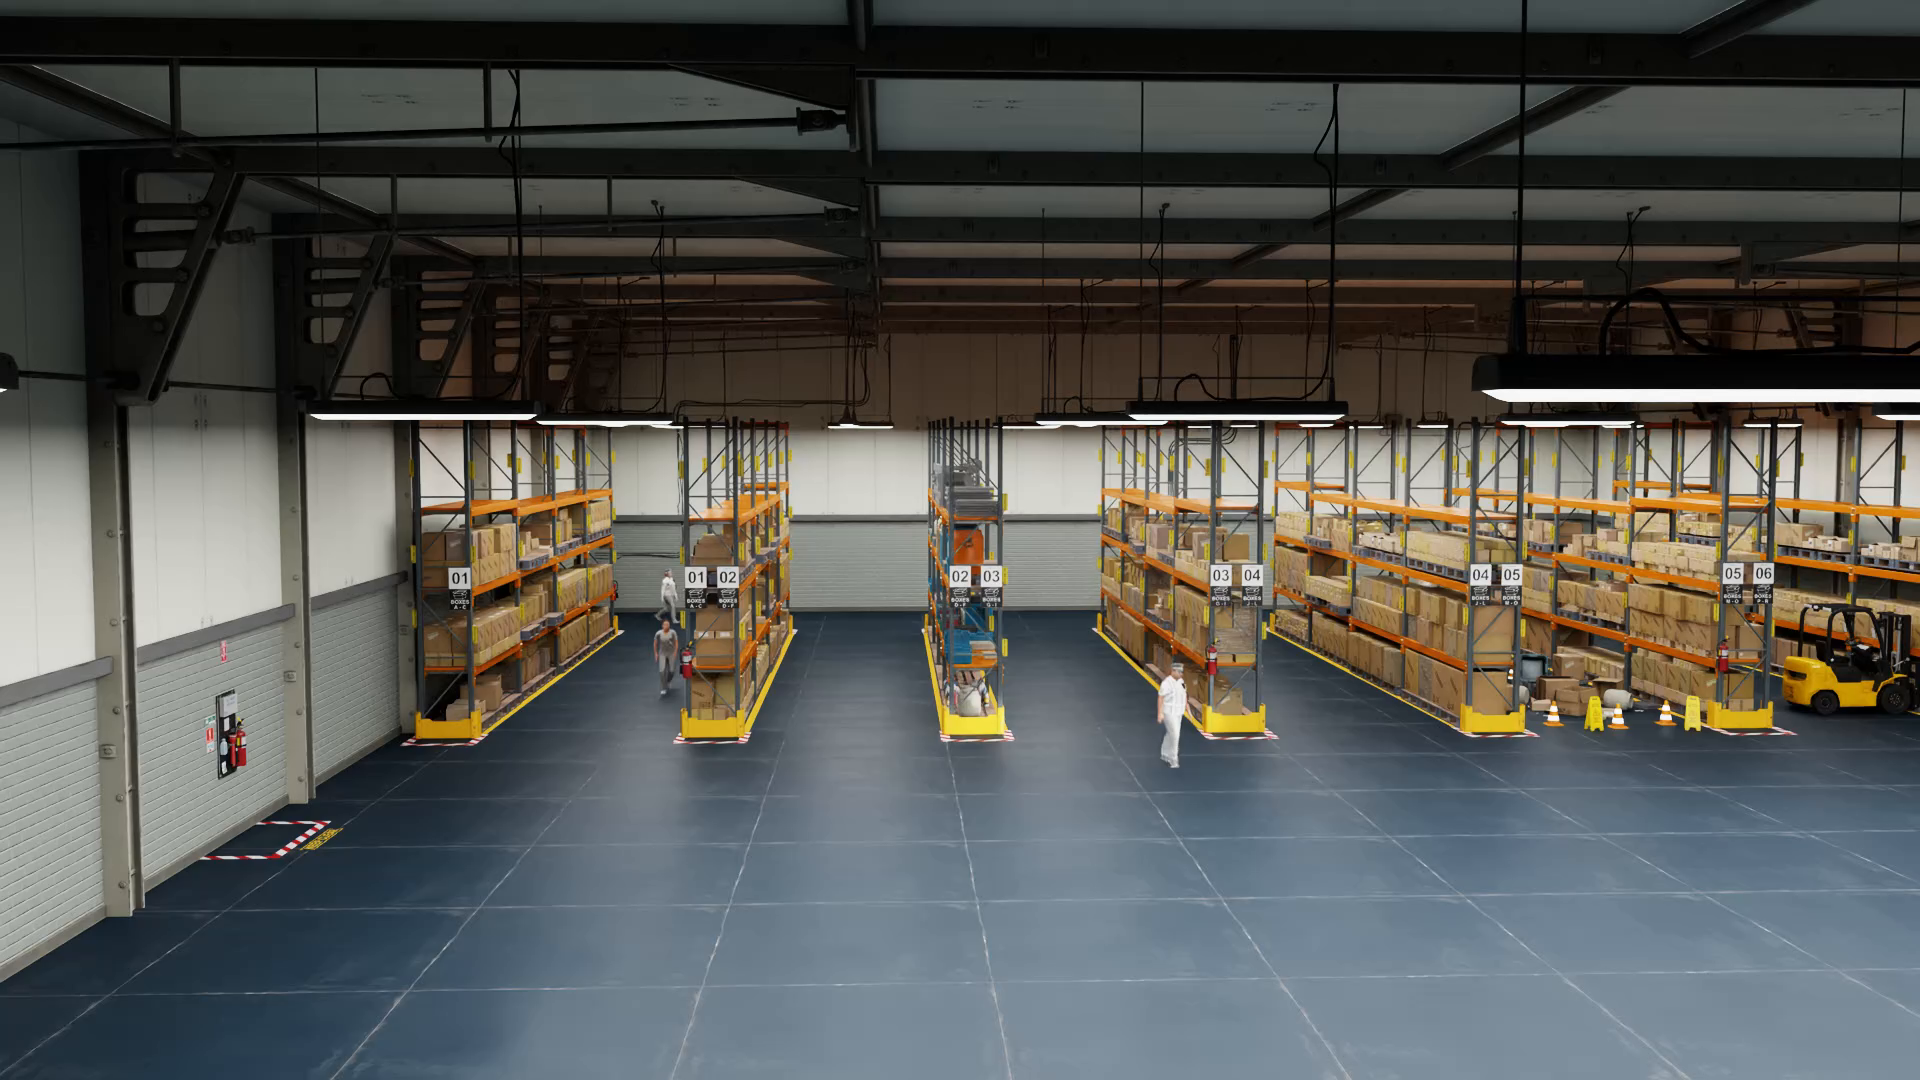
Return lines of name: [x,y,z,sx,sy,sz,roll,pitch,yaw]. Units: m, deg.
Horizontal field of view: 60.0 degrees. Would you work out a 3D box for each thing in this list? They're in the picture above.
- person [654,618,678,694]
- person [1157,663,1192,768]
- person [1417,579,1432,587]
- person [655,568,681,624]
person: [-6.457,2.527,36.487,0.523,1.653,0.640,-1,4,-13]
person: [3.659,3.023,28.576,0.621,1.830,0.566,3,5,42]
person: [14.594,1.437,52.214,1.012,1.752,0.525,-2,4,-30]
person: [-8.694,1.659,49.472,0.914,1.649,0.483,1,4,18]
